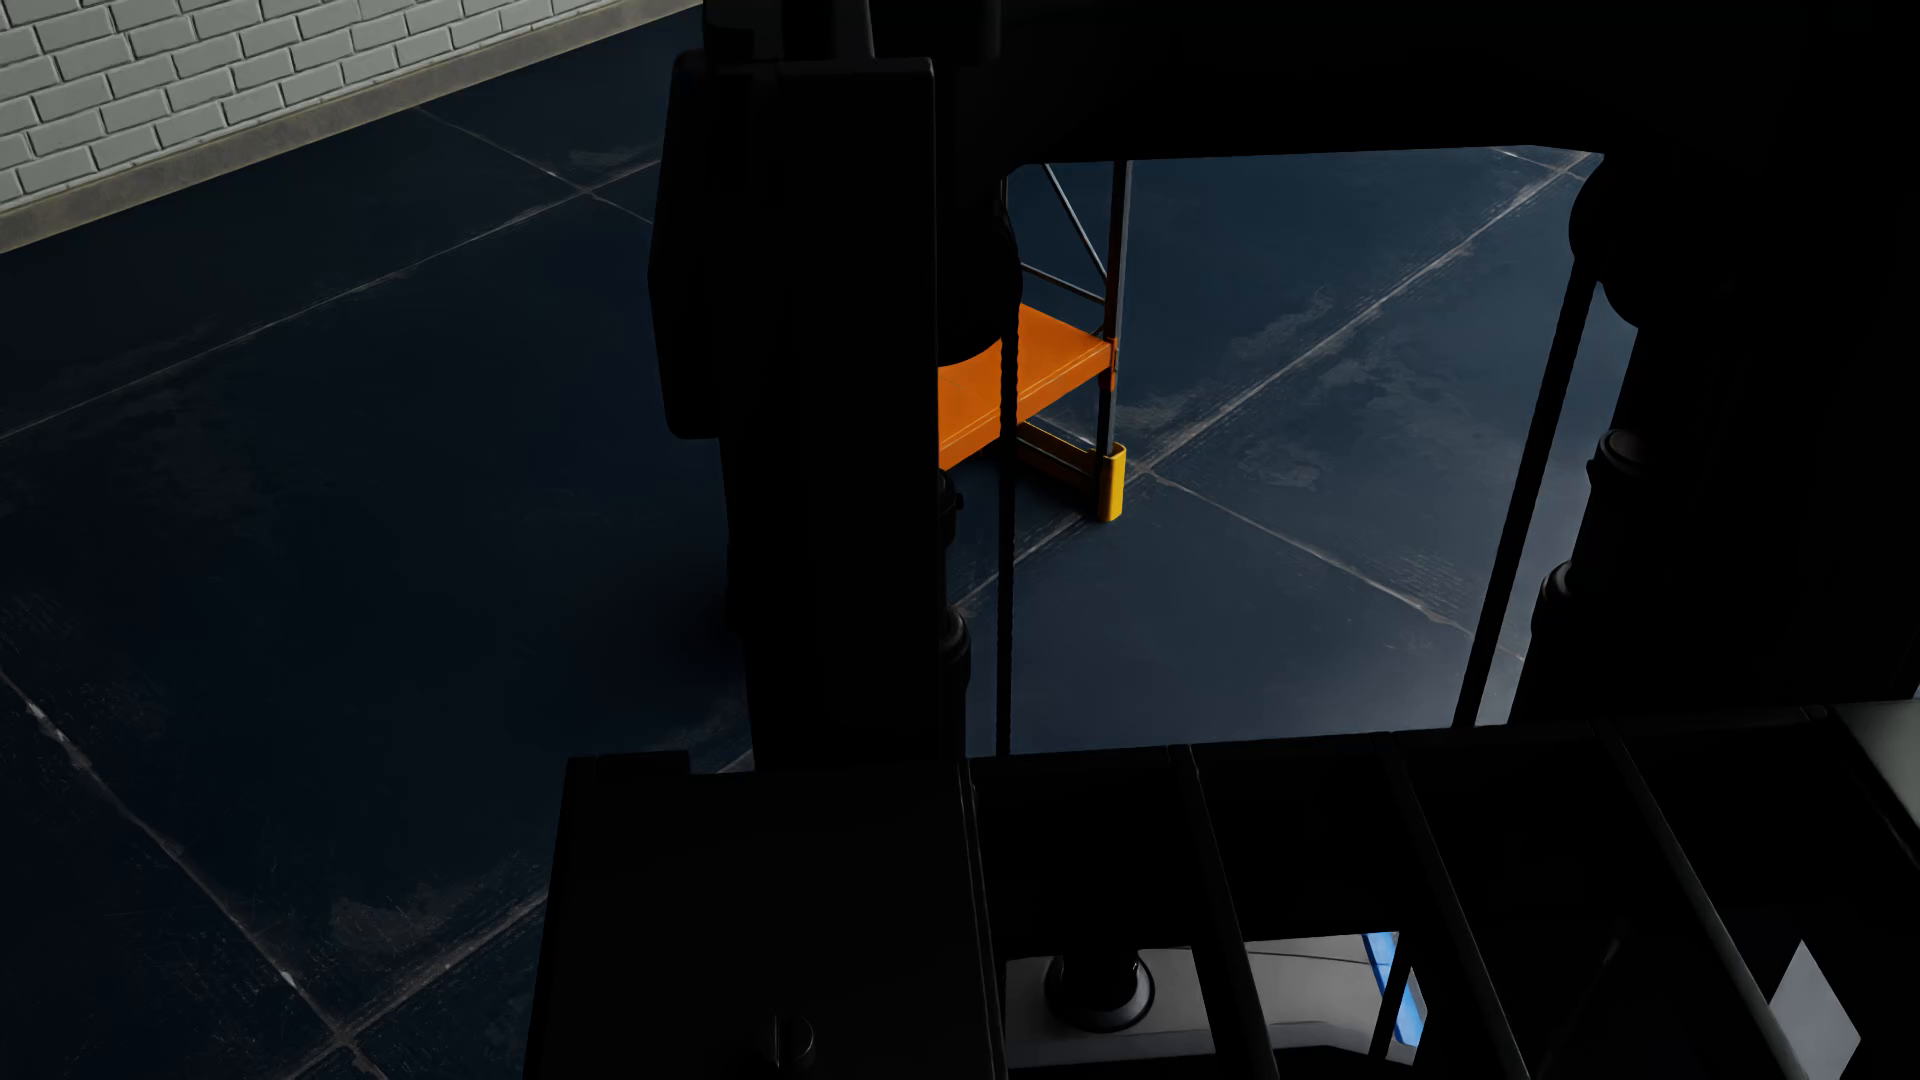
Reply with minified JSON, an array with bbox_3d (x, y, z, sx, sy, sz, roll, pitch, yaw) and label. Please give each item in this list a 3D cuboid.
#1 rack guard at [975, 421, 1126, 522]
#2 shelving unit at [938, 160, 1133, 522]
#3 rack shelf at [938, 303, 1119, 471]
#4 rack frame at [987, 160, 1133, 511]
[{"bbox_3d":[0.285,-0.292,5.416,0.587,0.250,0.087,30,47,32],"label":"rack guard"},{"bbox_3d":[-0.051,-0.552,4.739,0.587,1.500,1.083,30,47,32],"label":"shelving unit"},{"bbox_3d":[-0.058,-0.407,4.846,0.538,0.185,1.000,30,47,32],"label":"rack shelf"},{"bbox_3d":[0.285,-0.781,5.028,0.500,1.500,0.032,30,47,32],"label":"rack frame"}]
